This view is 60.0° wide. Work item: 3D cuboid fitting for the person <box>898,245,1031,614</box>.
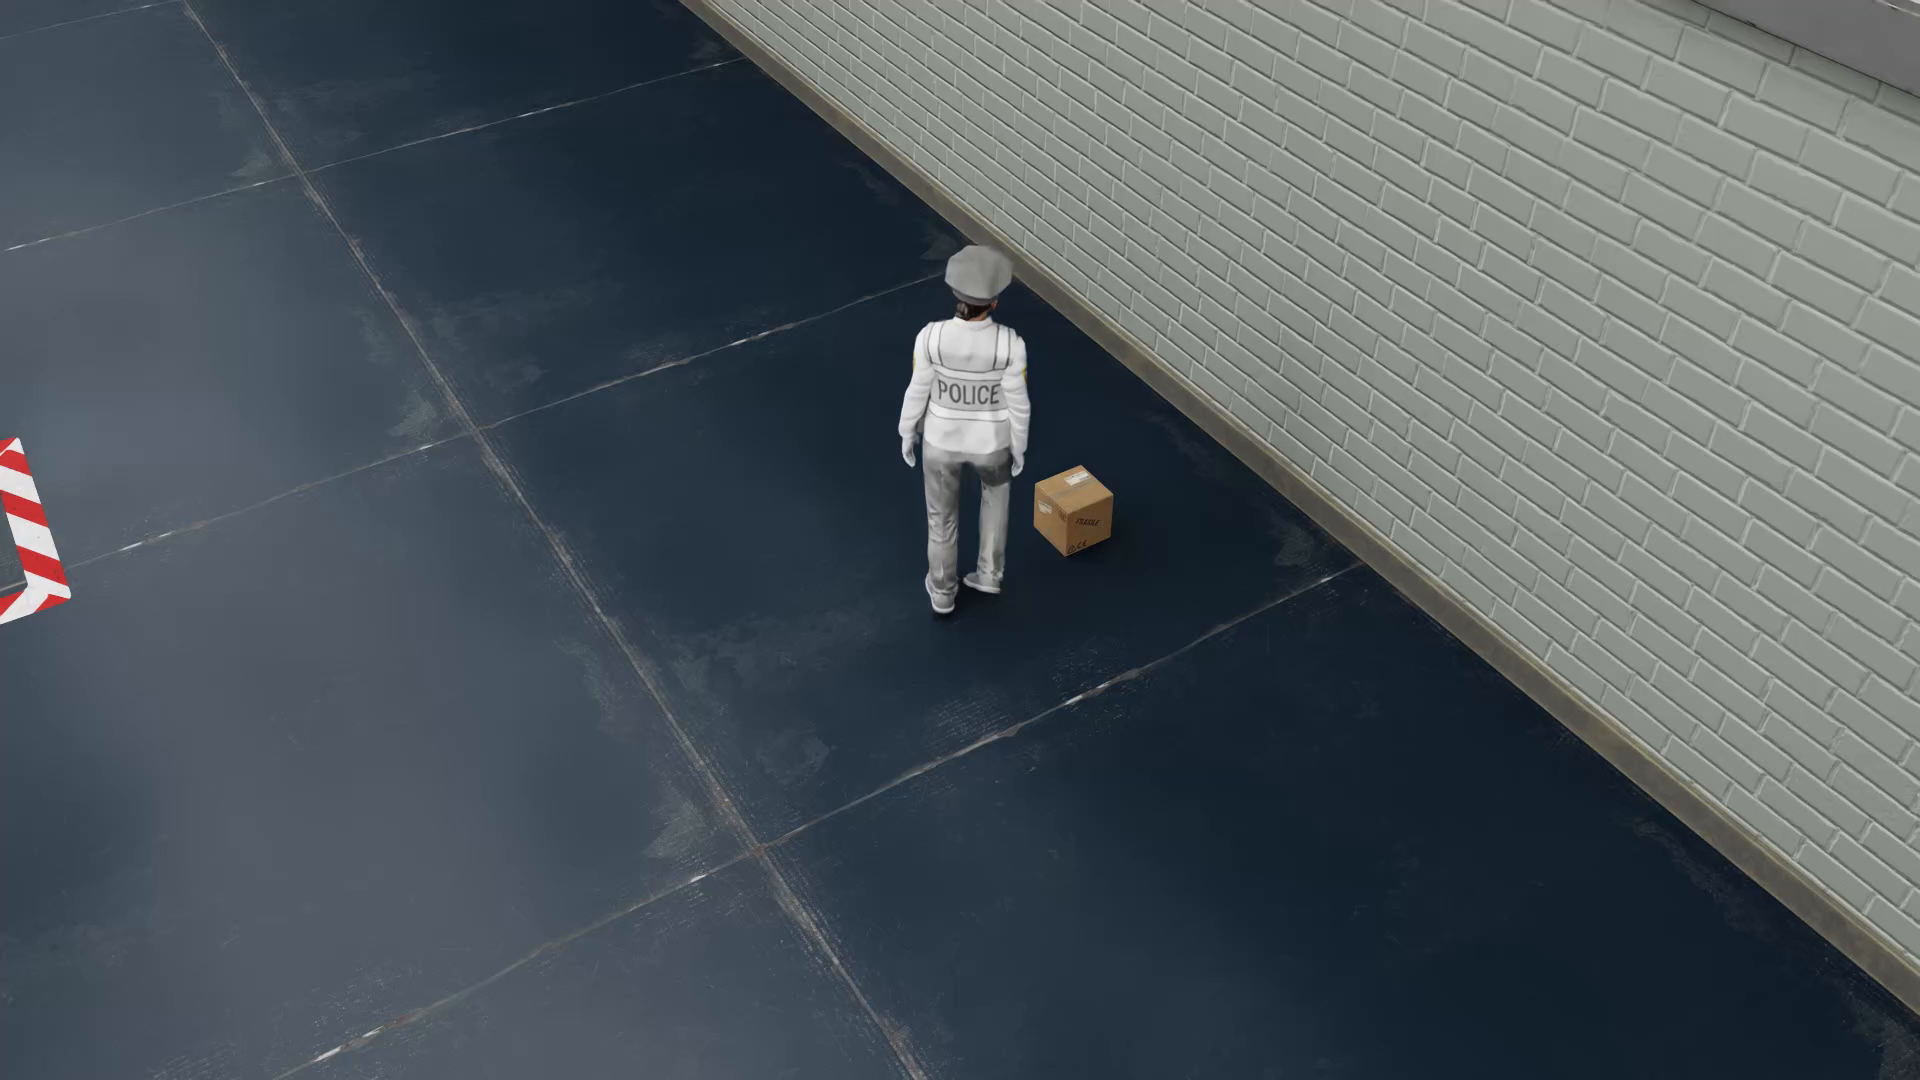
[{"bbox_3d":[0.020,-0.416,6.617,0.524,1.673,0.409,3,41,3],"label":"person"}]
